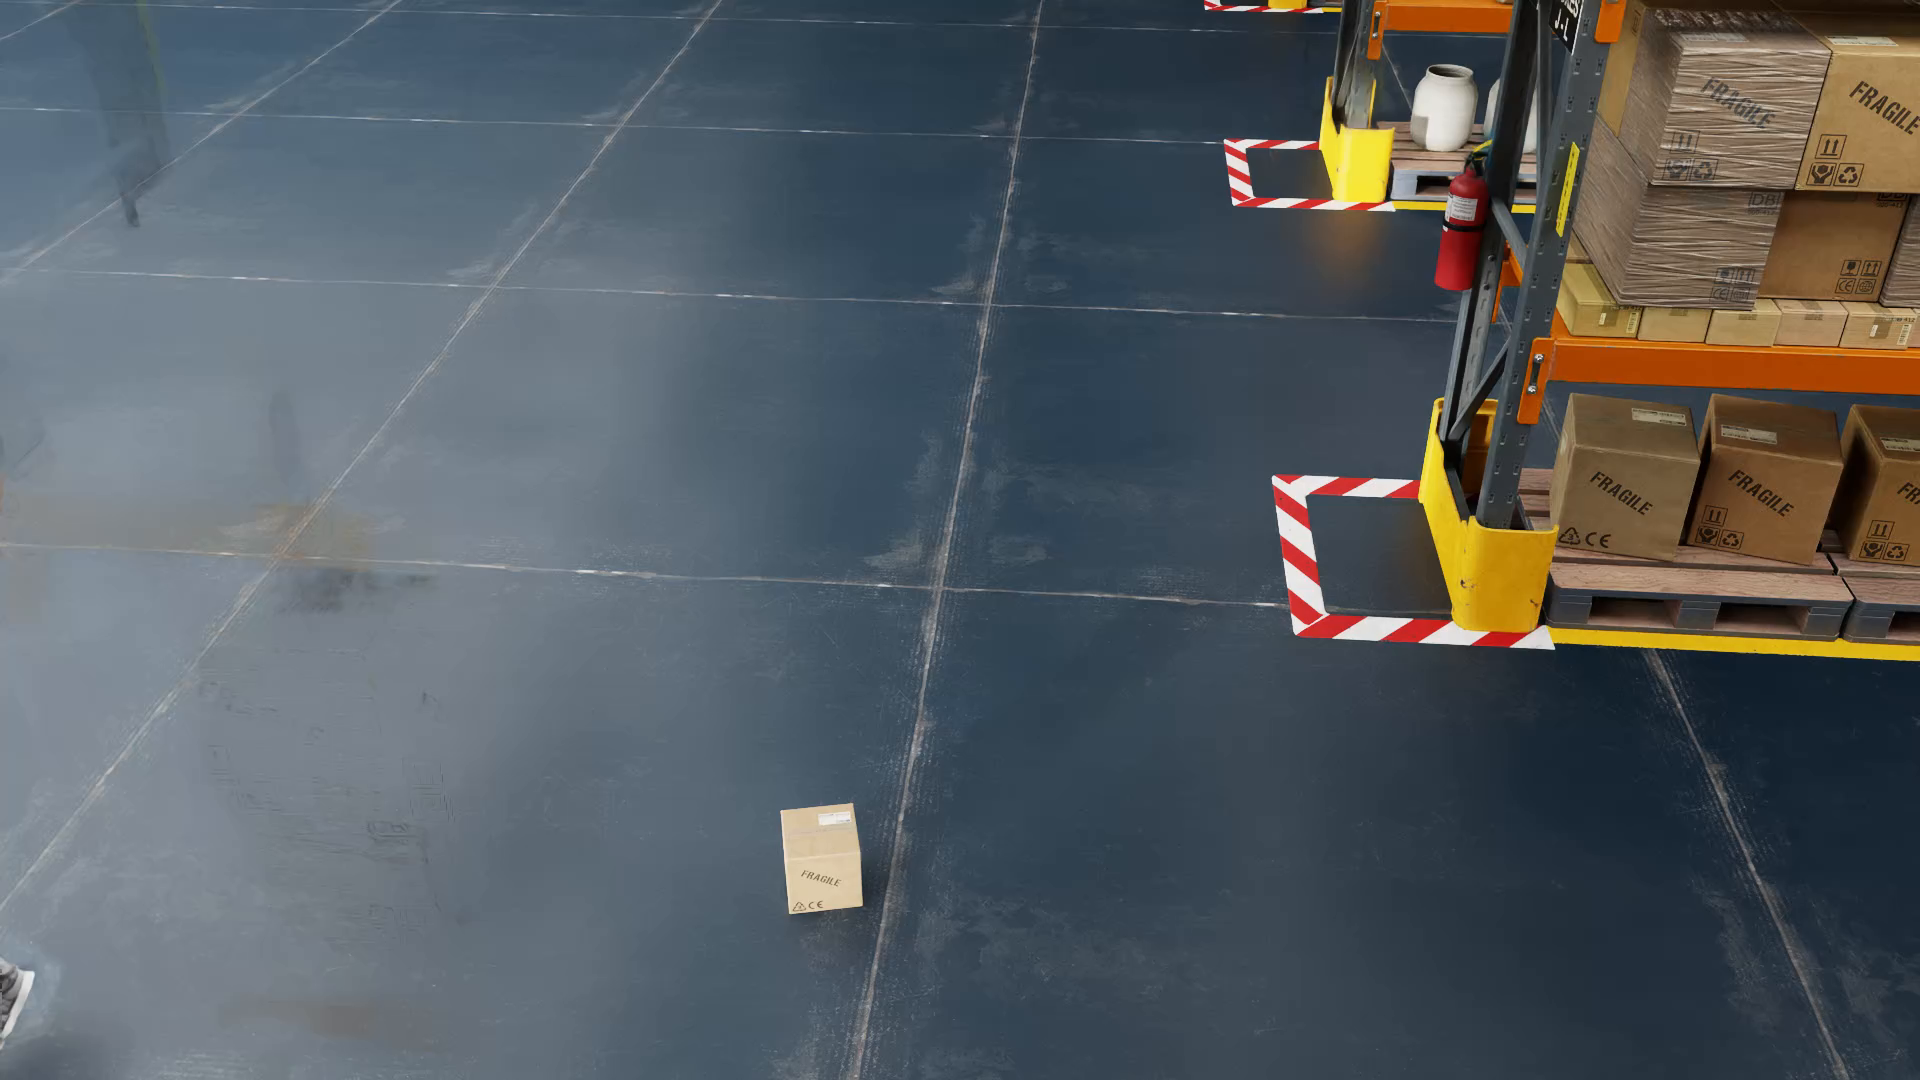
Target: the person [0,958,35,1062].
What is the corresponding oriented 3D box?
[{"bbox_3d":[-2.991,0.935,4.632,0.441,1.590,0.412,-13,35,-20],"label":"person"}]
